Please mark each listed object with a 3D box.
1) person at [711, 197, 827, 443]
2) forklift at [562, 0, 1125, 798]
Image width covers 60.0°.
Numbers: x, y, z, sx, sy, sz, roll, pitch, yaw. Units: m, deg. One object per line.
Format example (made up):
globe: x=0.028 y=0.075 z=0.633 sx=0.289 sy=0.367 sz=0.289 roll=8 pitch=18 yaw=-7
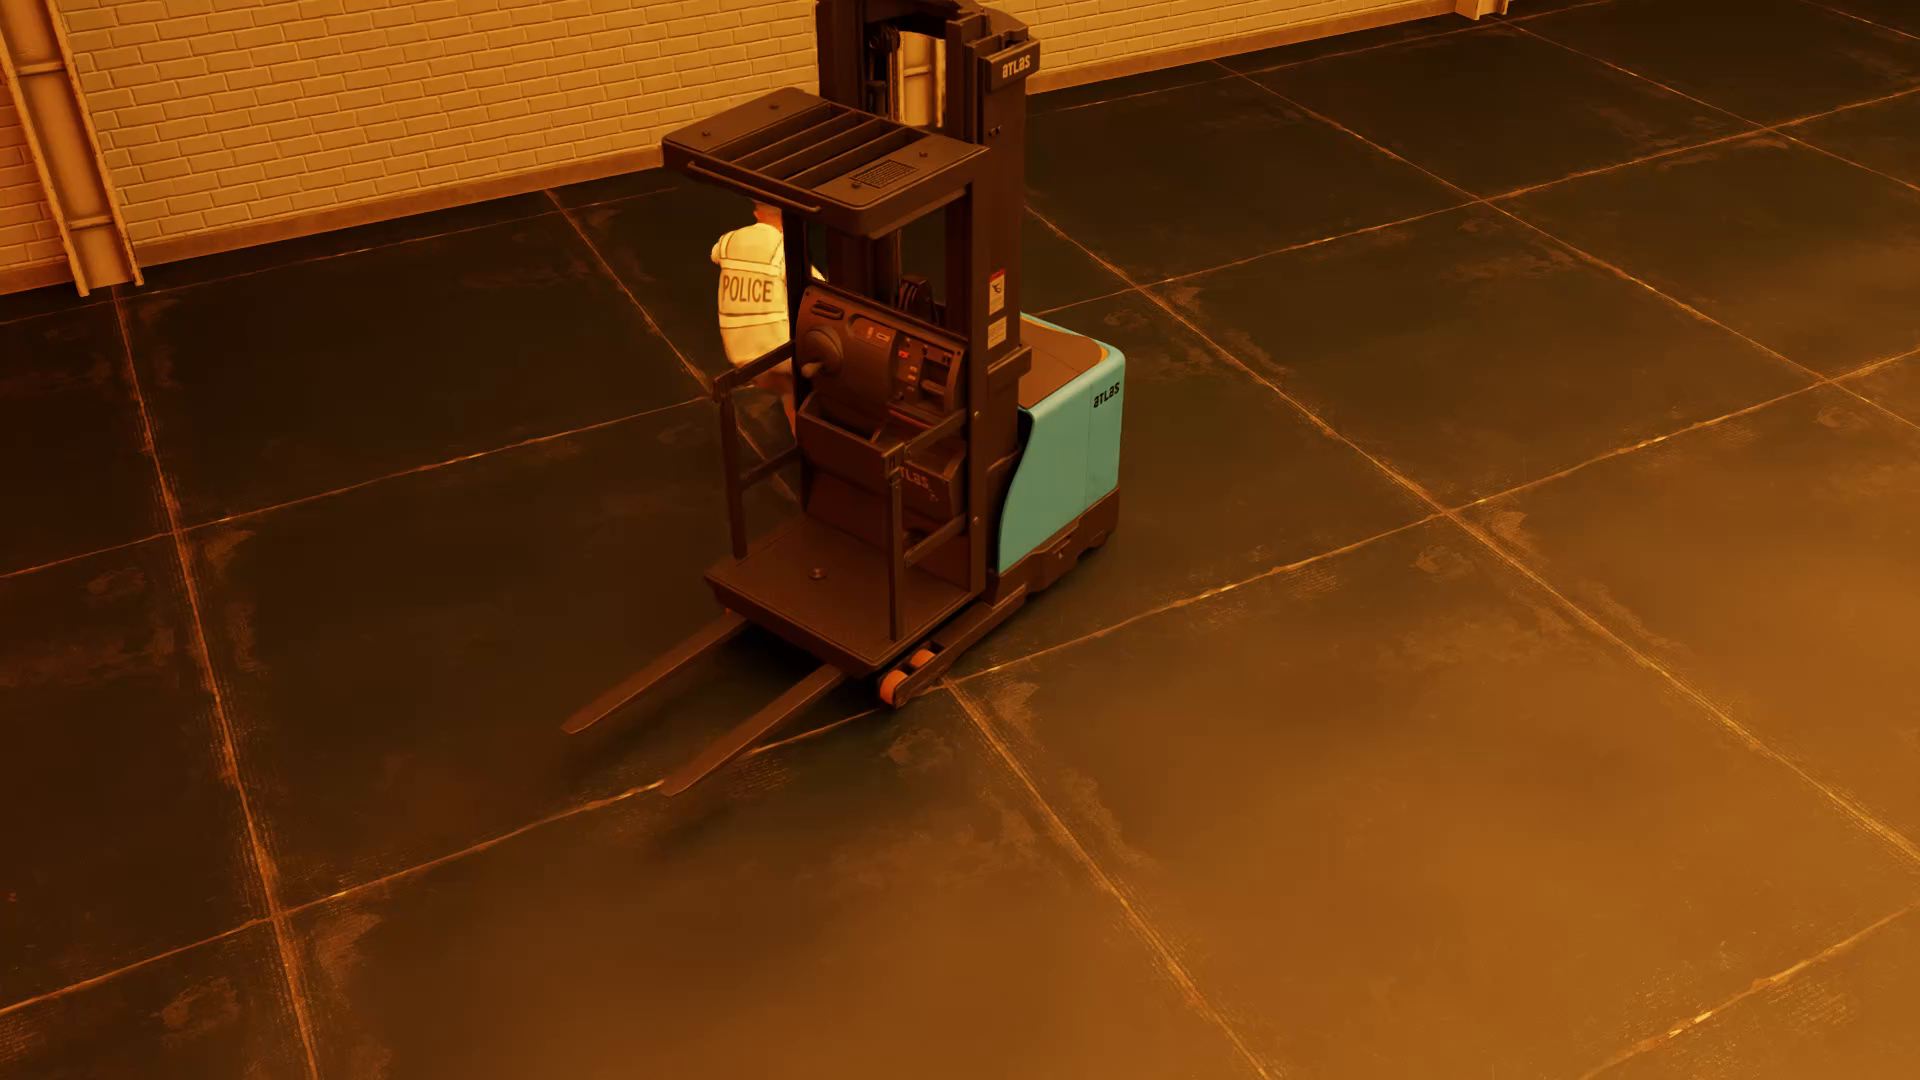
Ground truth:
person: x=-0.852 y=-1.173 z=9.042 sx=1.080 sy=1.516 sz=0.951 roll=8 pitch=36 yaw=11
forklift: x=-0.495 y=-0.762 z=7.201 sx=1.130 sy=2.935 sz=3.031 roll=25 pitch=42 yaw=31
